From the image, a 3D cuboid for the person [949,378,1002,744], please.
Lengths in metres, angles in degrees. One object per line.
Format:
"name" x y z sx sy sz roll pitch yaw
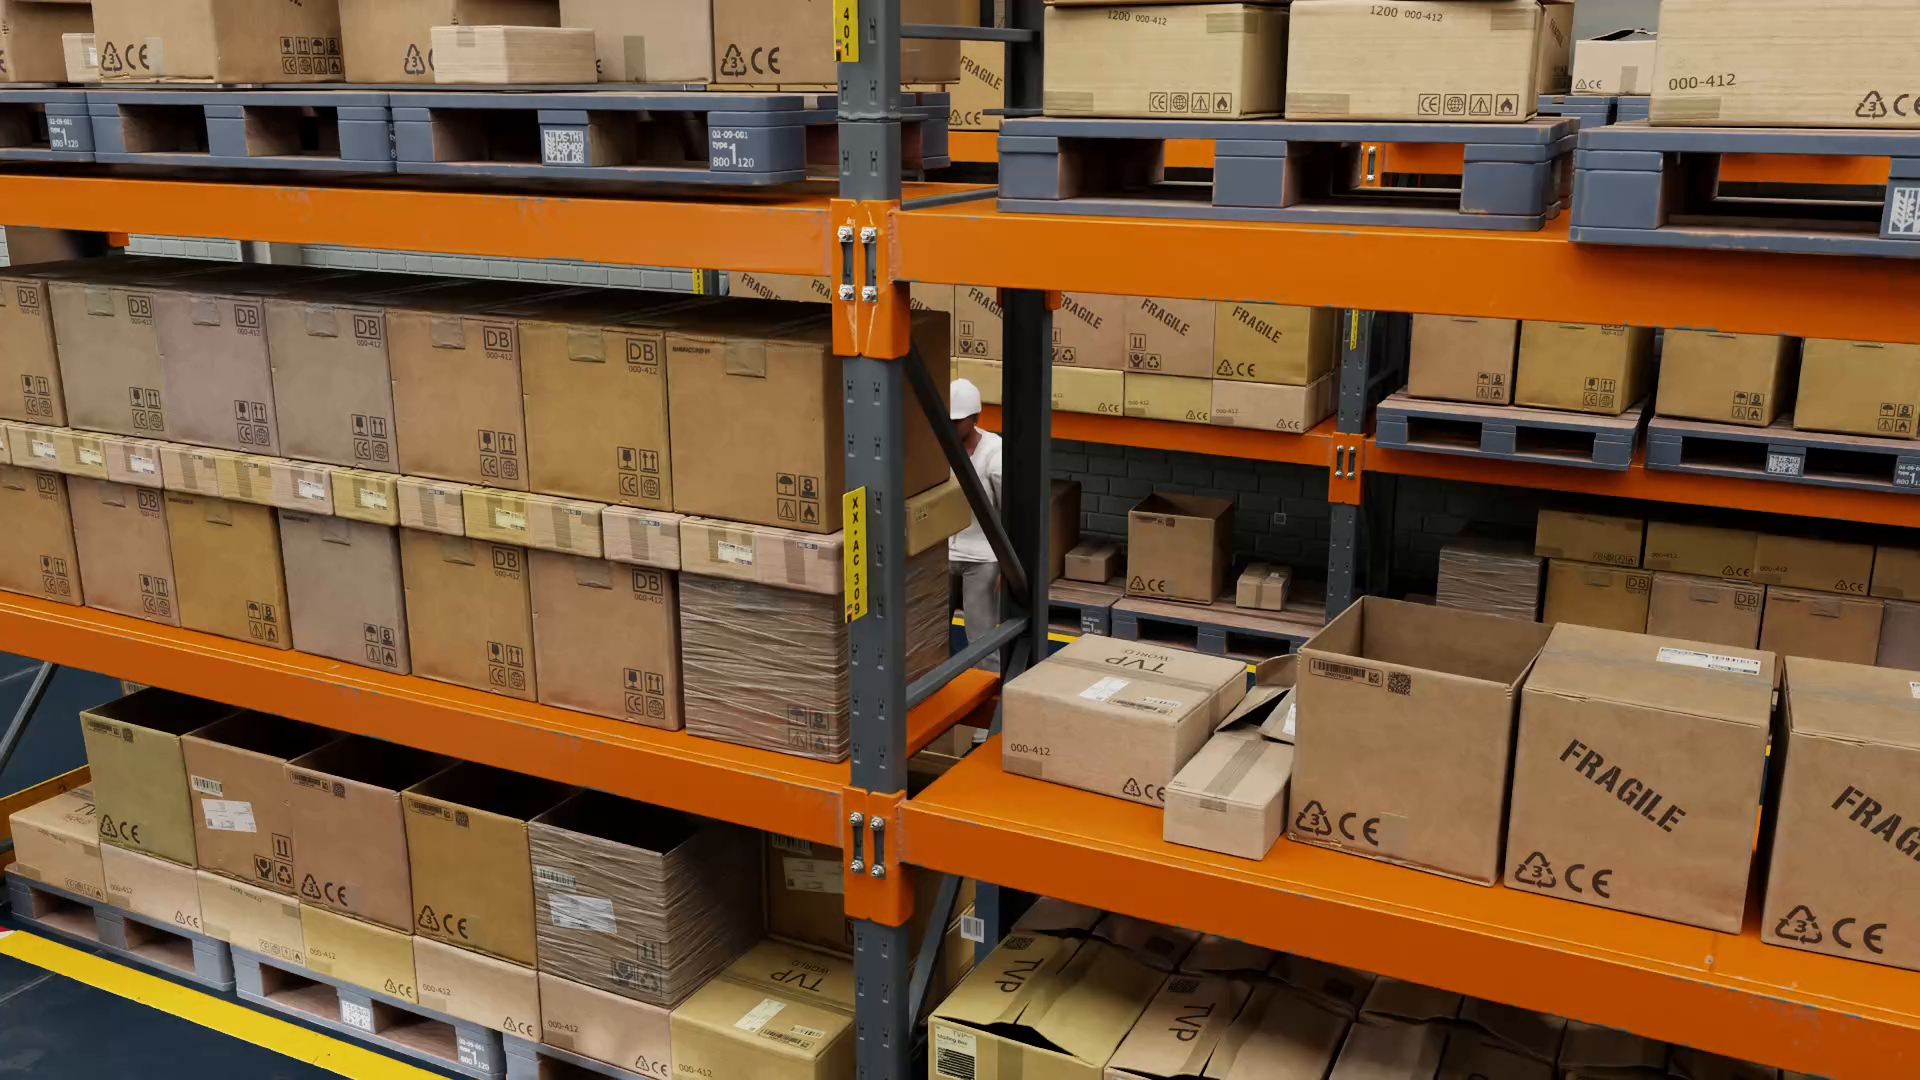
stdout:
"person" 0.005 0.094 7.920 0.626 1.761 0.459 8 17 25
